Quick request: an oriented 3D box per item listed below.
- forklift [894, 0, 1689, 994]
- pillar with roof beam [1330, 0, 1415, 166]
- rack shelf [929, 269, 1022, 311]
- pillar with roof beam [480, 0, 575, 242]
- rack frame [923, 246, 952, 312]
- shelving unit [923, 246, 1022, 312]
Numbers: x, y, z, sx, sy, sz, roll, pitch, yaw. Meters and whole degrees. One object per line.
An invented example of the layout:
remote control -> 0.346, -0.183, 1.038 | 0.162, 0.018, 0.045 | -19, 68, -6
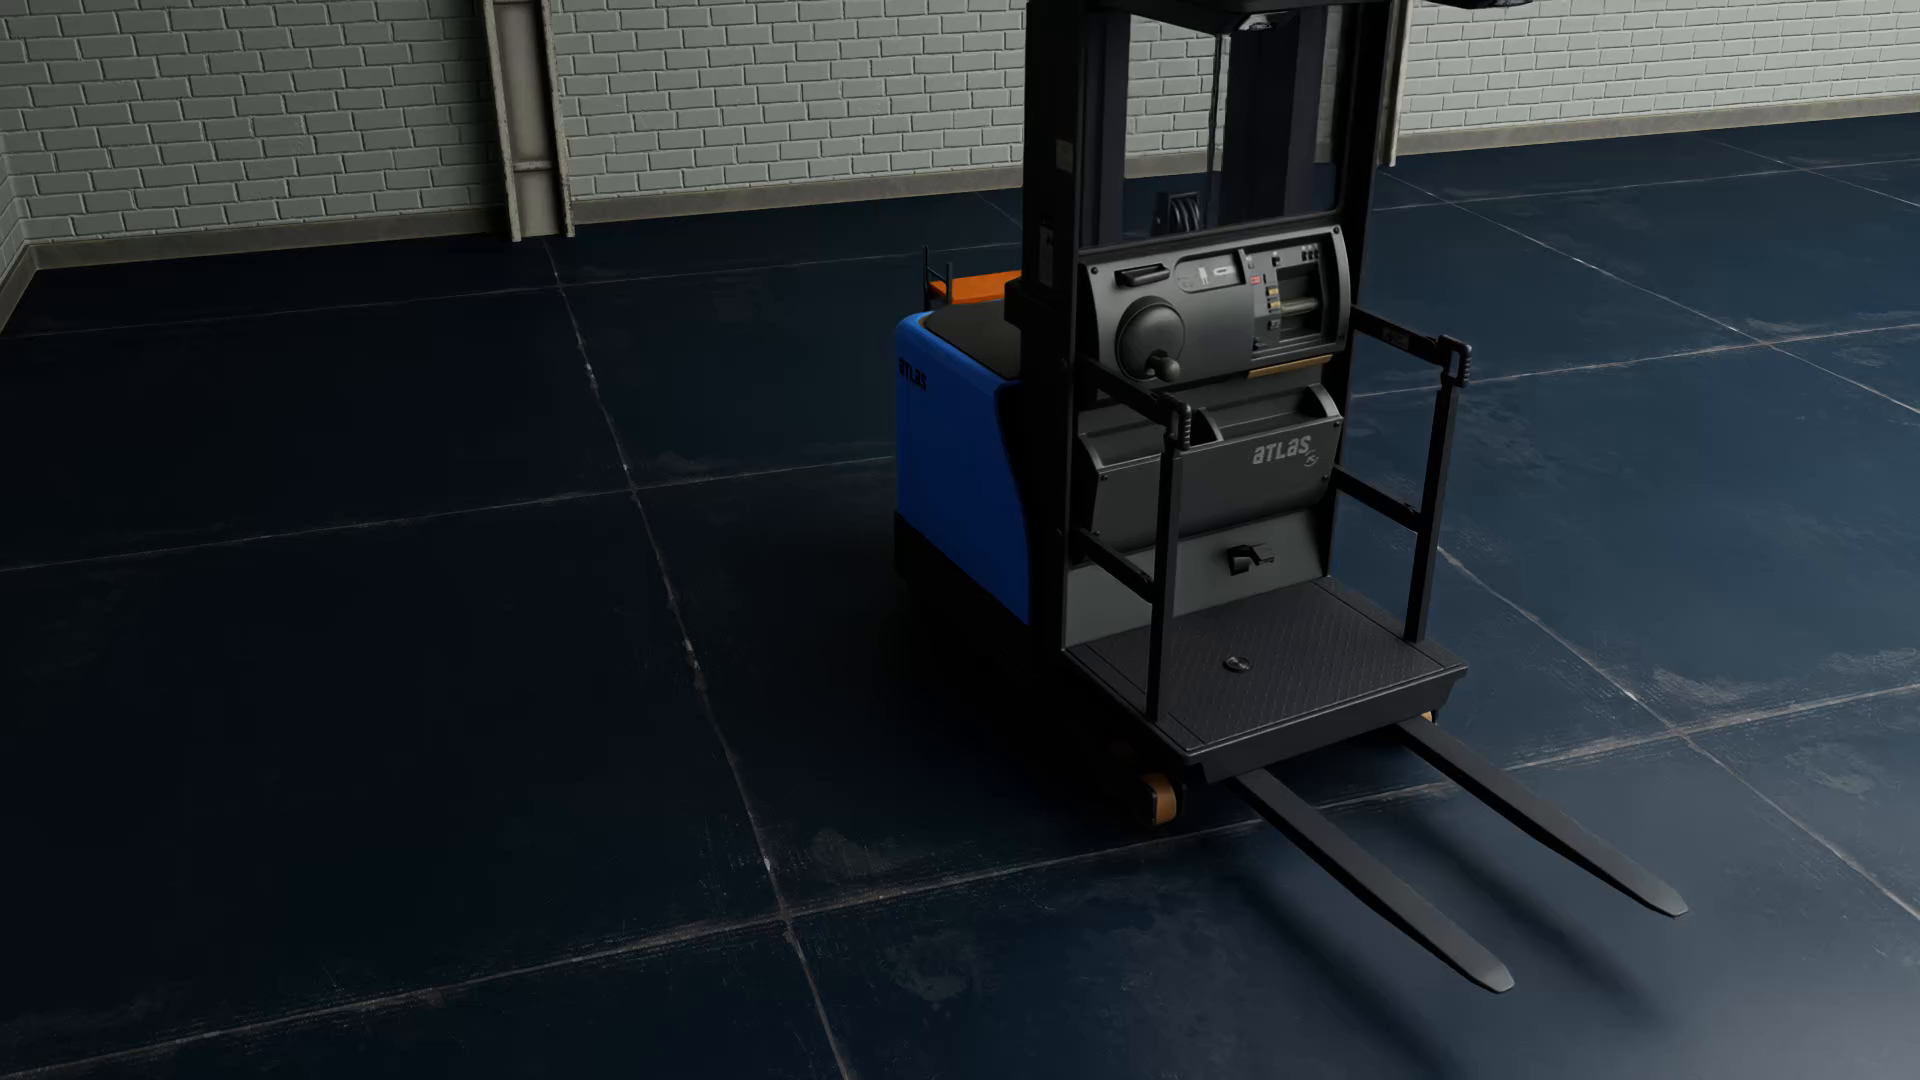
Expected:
forklift -> 0.888, -0.678, 4.819 | 1.130, 2.935, 3.031 | -13, 29, -25
pillar with roof beam -> 4.331, -5.024, 6.750 | 0.400, 9.000, 9.100 | -8, 28, -16
rack shelf -> 0.137, -0.922, 6.374 | 0.480, 0.148, 0.258 | -11, 29, -22
pillar with roof beam -> -1.374, -4.198, 5.086 | 0.400, 9.000, 9.100 | -8, 28, -16
rack frame -> -0.085, -0.525, 6.459 | 0.015, 1.200, 0.240 | -11, 29, -22
shelving unit -> 0.137, -0.570, 6.549 | 0.503, 1.200, 0.258 | -11, 29, -22
